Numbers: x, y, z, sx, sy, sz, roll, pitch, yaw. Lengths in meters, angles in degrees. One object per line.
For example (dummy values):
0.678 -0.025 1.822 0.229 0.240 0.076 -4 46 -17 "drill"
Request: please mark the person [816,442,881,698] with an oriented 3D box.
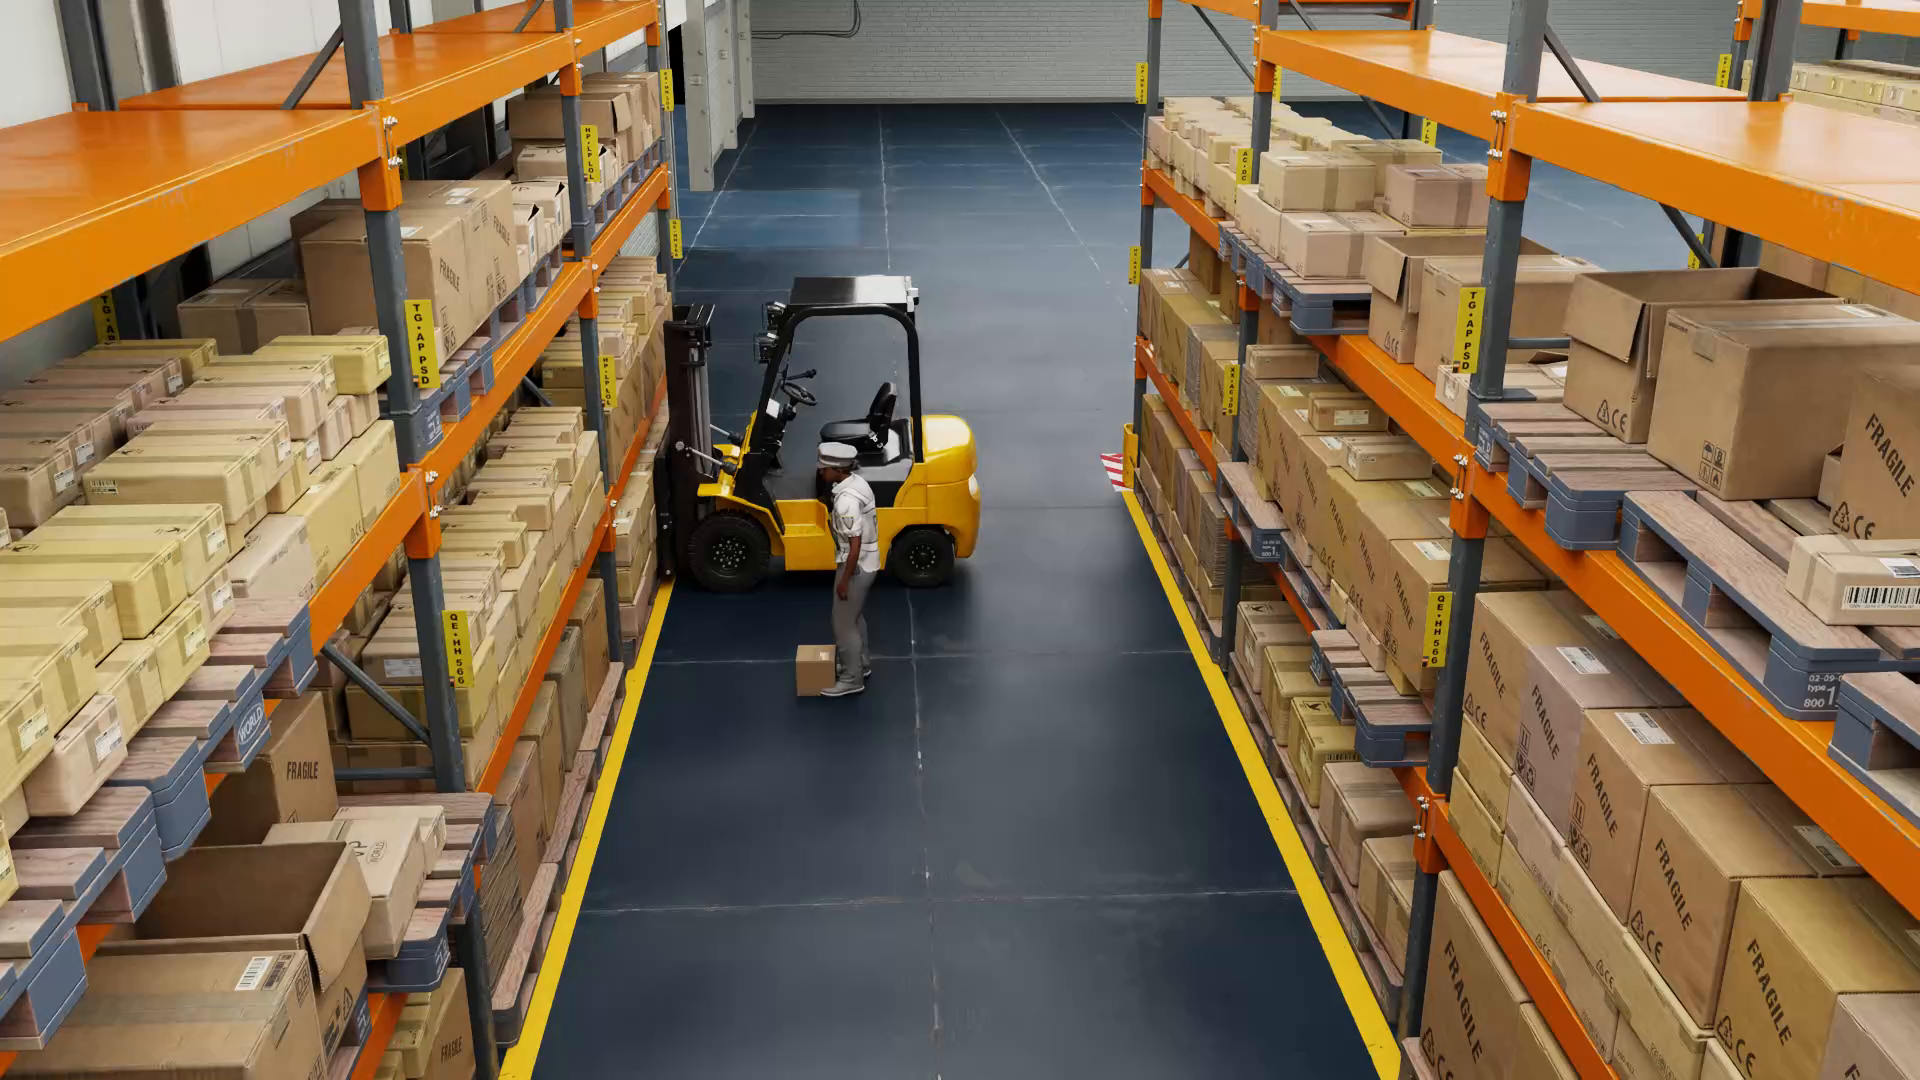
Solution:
-0.712 0.178 10.600 0.415 1.660 0.506 -1 21 -3 "person"
